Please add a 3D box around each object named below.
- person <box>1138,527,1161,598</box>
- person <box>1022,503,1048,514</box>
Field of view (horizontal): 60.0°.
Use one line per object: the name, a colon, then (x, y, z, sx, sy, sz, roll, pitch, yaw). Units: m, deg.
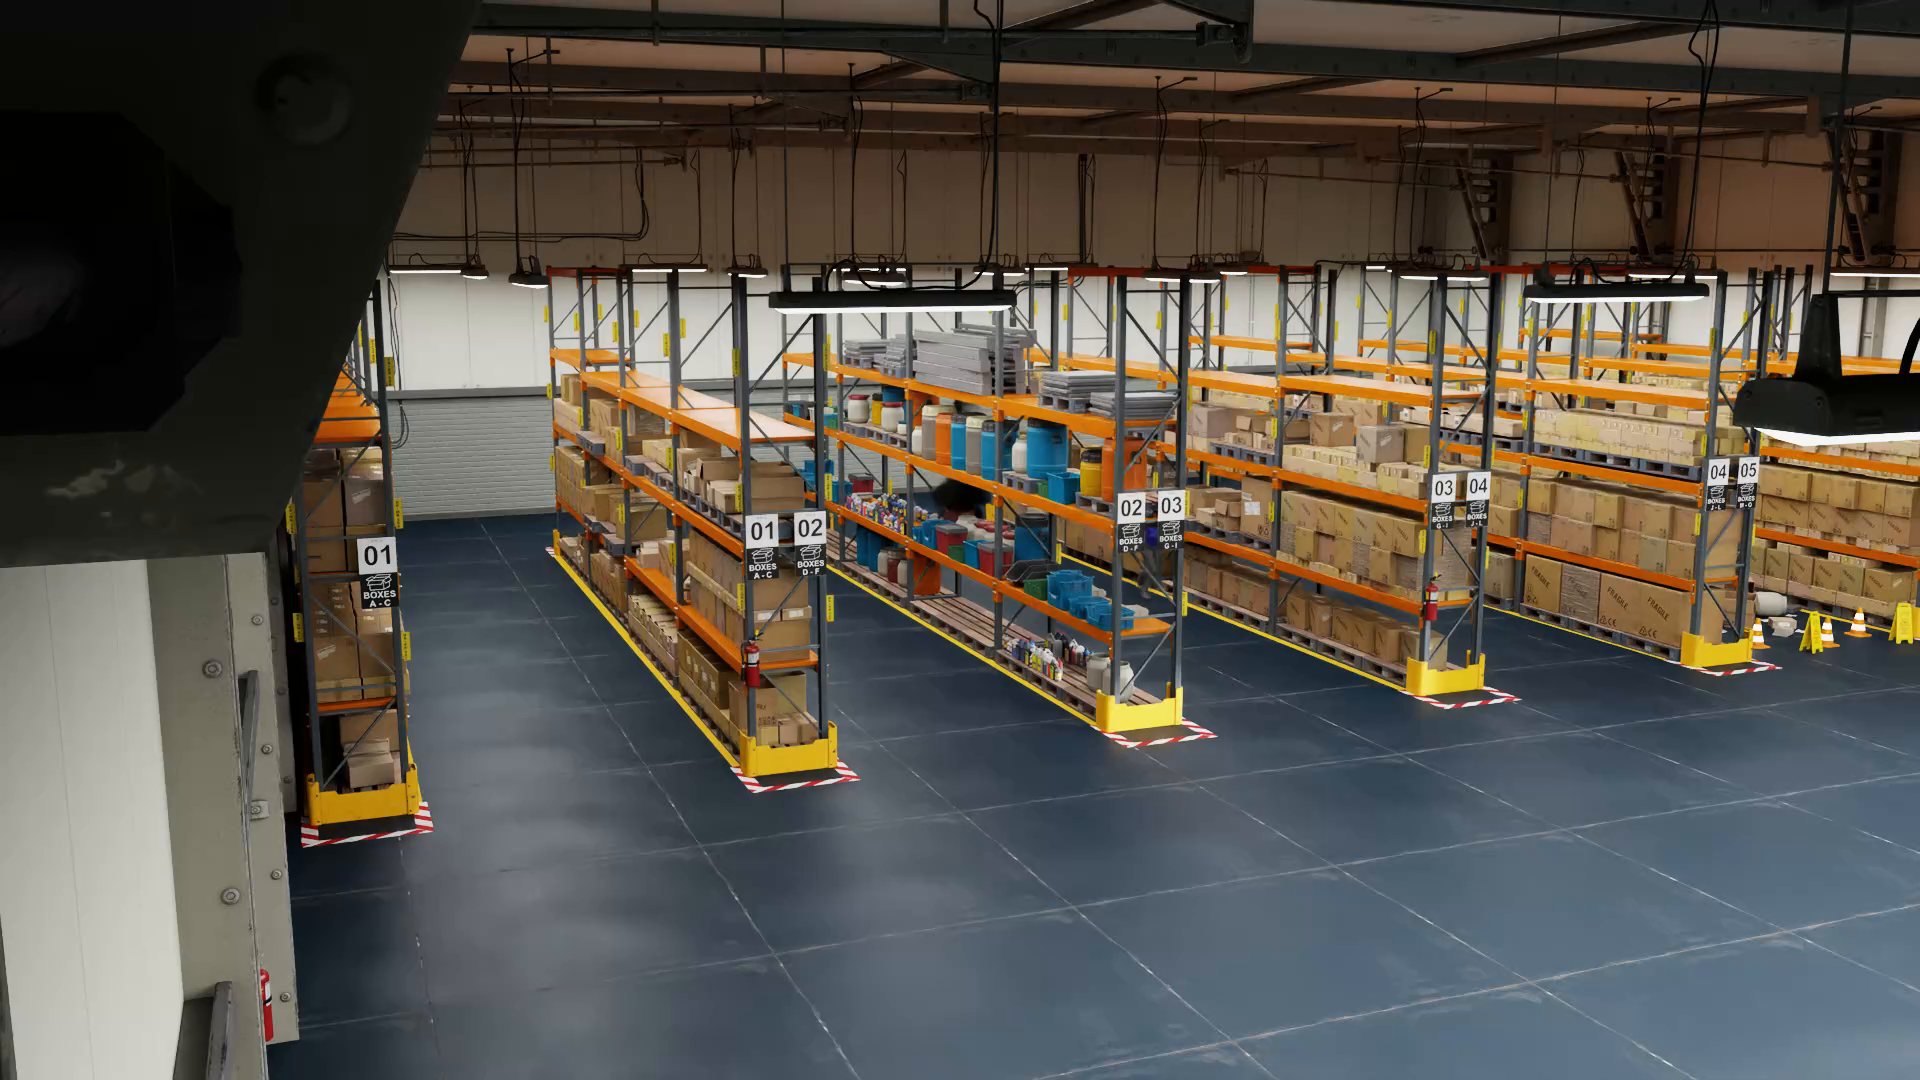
person: (3.370, 0.247, 29.054, 0.562, 1.595, 0.671, -6, 11, -29)
person: (1.541, -0.437, 33.883, 0.643, 1.829, 0.850, -5, 11, -26)
